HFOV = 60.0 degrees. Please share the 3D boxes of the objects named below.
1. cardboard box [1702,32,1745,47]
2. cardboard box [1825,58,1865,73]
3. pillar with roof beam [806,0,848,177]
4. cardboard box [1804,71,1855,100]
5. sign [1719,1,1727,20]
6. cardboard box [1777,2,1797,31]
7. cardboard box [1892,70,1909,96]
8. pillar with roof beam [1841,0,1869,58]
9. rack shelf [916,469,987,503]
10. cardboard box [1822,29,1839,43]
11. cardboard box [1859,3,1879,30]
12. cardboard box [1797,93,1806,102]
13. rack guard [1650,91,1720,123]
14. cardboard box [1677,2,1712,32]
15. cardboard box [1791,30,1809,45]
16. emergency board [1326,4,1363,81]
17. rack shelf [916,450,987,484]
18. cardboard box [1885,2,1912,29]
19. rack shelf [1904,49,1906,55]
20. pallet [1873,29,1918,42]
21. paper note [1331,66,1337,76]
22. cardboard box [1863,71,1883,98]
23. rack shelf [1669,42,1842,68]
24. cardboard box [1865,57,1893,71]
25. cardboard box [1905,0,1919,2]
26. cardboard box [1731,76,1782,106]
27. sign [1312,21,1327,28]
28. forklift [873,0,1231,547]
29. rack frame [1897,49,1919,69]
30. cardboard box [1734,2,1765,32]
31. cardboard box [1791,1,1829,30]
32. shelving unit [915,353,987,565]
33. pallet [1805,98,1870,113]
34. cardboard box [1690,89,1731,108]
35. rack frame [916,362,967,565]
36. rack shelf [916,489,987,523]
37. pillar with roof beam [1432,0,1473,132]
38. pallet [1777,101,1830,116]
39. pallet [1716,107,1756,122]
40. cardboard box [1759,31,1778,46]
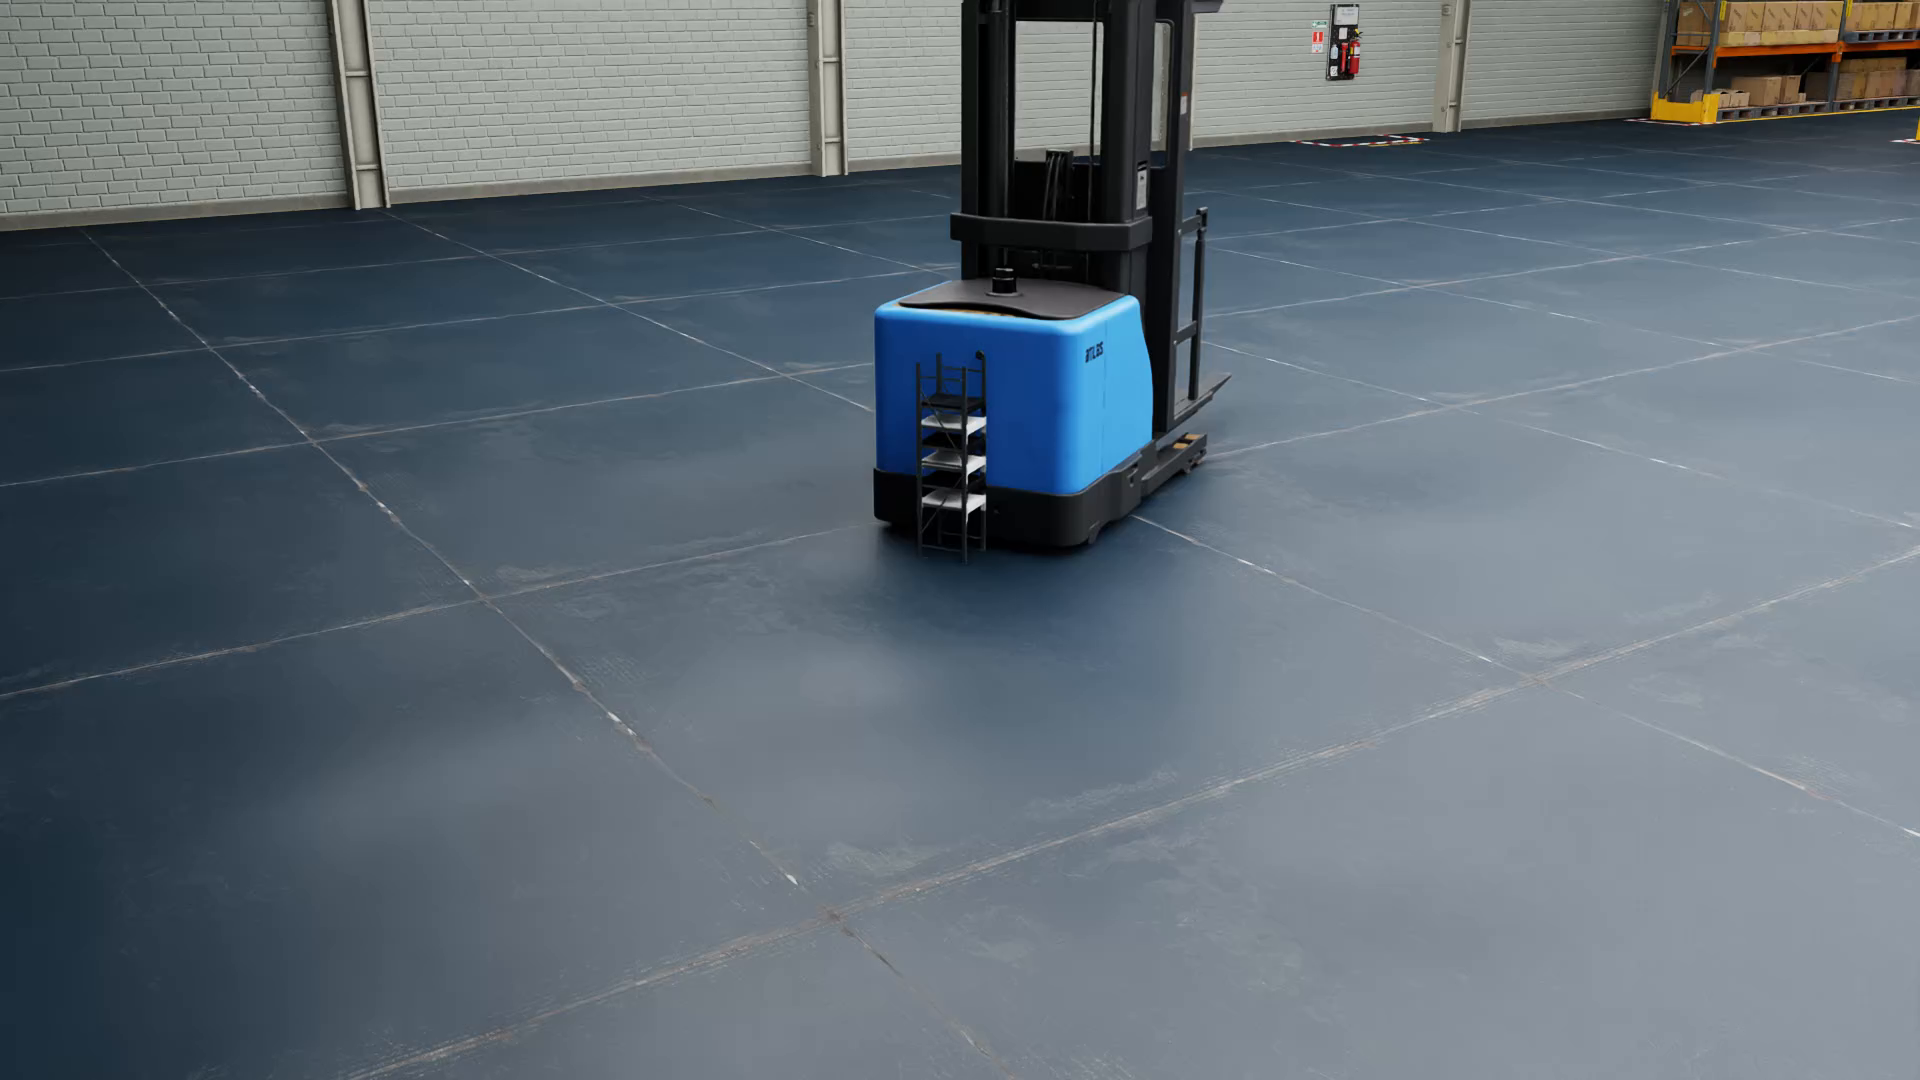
[{"bbox_3d":[13.773,-9.039,30.000,0.500,0.250,0.500,-13,22,-33],"label":"cardboard box"},{"bbox_3d":[17.503,-9.396,32.899,0.500,0.250,0.500,-12,22,-33],"label":"cardboard box"},{"bbox_3d":[0.634,-7.974,17.280,0.400,9.000,9.100,-12,22,-31],"label":"pillar with roof beam"},{"bbox_3d":[17.137,-8.962,32.786,0.500,0.500,0.700,-11,22,-30],"label":"cardboard box"},{"bbox_3d":[13.489,-9.364,29.408,0.005,0.325,0.100,-12,22,-31],"label":"sign"},{"bbox_3d":[15.033,-9.664,30.680,0.500,0.500,0.500,-11,22,-30],"label":"cardboard box"},{"bbox_3d":[18.805,-9.332,33.881,0.500,0.500,0.700,-12,22,-31],"label":"cardboard box"},{"bbox_3d":[20.678,-12.201,29.784,0.400,9.000,9.100,-12,22,-31],"label":"pillar with roof beam"},{"bbox_3d":[-0.038,-0.243,7.442,0.258,0.077,0.200,9,21,24],"label":"rack shelf"},{"bbox_3d":[16.303,-9.578,31.594,0.500,0.250,0.500,-12,22,-31],"label":"cardboard box"},{"bbox_3d":[17.446,-10.237,32.497,0.500,0.500,0.700,-9,21,-26],"label":"cardboard box"},{"bbox_3d":[16.101,-8.568,32.141,0.250,0.166,0.380,-16,24,-38],"label":"cardboard box"},{"bbox_3d":[13.254,-7.928,30.416,0.348,0.500,1.175,-12,22,-31],"label":"rack guard"},{"bbox_3d":[13.468,-9.533,30.290,0.500,0.500,0.500,-12,22,-32],"label":"cardboard box"},{"bbox_3d":[15.470,-9.399,31.067,0.500,0.250,0.500,-12,22,-32],"label":"cardboard box"},{"bbox_3d":[6.204,-7.972,26.642,0.643,1.169,0.194,-12,22,-31],"label":"emergency board"},{"bbox_3d":[-0.038,-0.328,7.413,0.258,0.077,0.200,9,21,24],"label":"rack shelf"},{"bbox_3d":[18.457,-10.453,33.138,0.500,0.500,0.700,-12,22,-31],"label":"cardboard box"},{"bbox_3d":[21.543,-10.520,35.301,4.000,0.370,1.077,-12,22,-31],"label":"rack shelf"},{"bbox_3d":[18.241,-10.058,33.111,1.213,0.211,1.003,-12,22,-31],"label":"pallet"},{"bbox_3d":[6.018,-7.542,26.745,0.142,0.148,0.016,-12,22,-31],"label":"paper note"},{"bbox_3d":[17.989,-9.146,33.329,0.500,0.500,0.700,-12,22,-31],"label":"cardboard box"},{"bbox_3d":[14.861,-9.111,31.133,4.000,0.370,1.077,-12,22,-31],"label":"rack shelf"},{"bbox_3d":[18.362,-9.571,33.418,0.500,0.250,0.500,-12,22,-32],"label":"cardboard box"},{"bbox_3d":[19.340,-10.942,33.571,0.250,0.149,0.380,-17,25,-40],"label":"cardboard box"},{"bbox_3d":[14.934,-8.437,31.235,0.500,0.500,0.700,-14,23,-35],"label":"cardboard box"},{"bbox_3d":[5.694,-8.168,26.340,0.331,0.109,0.001,-12,22,-31],"label":"sign"},{"bbox_3d":[0.681,-1.789,8.460,1.130,2.935,3.031,9,21,24],"label":"forklift"},{"bbox_3d":[19.872,-10.508,34.144,0.127,3.000,1.000,-12,22,-31],"label":"rack frame"},{"bbox_3d":[14.173,-9.481,30.137,0.500,0.500,0.500,-12,22,-31],"label":"cardboard box"},{"bbox_3d":[15.893,-9.842,31.205,0.500,0.500,0.500,-12,22,-32],"label":"cardboard box"},{"bbox_3d":[-0.038,-0.359,7.403,0.258,0.900,0.210,9,21,24],"label":"shelving unit"},{"bbox_3d":[17.181,-8.620,32.913,1.213,0.211,1.003,-12,22,-31],"label":"pallet"},{"bbox_3d":[13.818,-8.132,30.625,0.500,0.311,0.500,-15,24,-37],"label":"cardboard box"},{"bbox_3d":[-0.081,-0.330,7.316,0.240,0.900,0.006,9,21,24],"label":"rack frame"},{"bbox_3d":[-0.038,-0.157,7.471,0.258,0.077,0.200,9,21,24],"label":"rack shelf"},{"bbox_3d":[10.656,-10.087,23.532,0.400,9.000,9.100,-12,22,-31],"label":"pillar with roof beam"},{"bbox_3d":[15.990,-8.355,32.129,1.213,0.211,1.003,-12,22,-31],"label":"pallet"},{"bbox_3d":[13.952,-7.925,30.857,1.213,0.211,1.003,-12,22,-31],"label":"pallet"},{"bbox_3d":[14.628,-9.222,30.542,0.500,0.250,0.500,-12,22,-32],"label":"cardboard box"}]
